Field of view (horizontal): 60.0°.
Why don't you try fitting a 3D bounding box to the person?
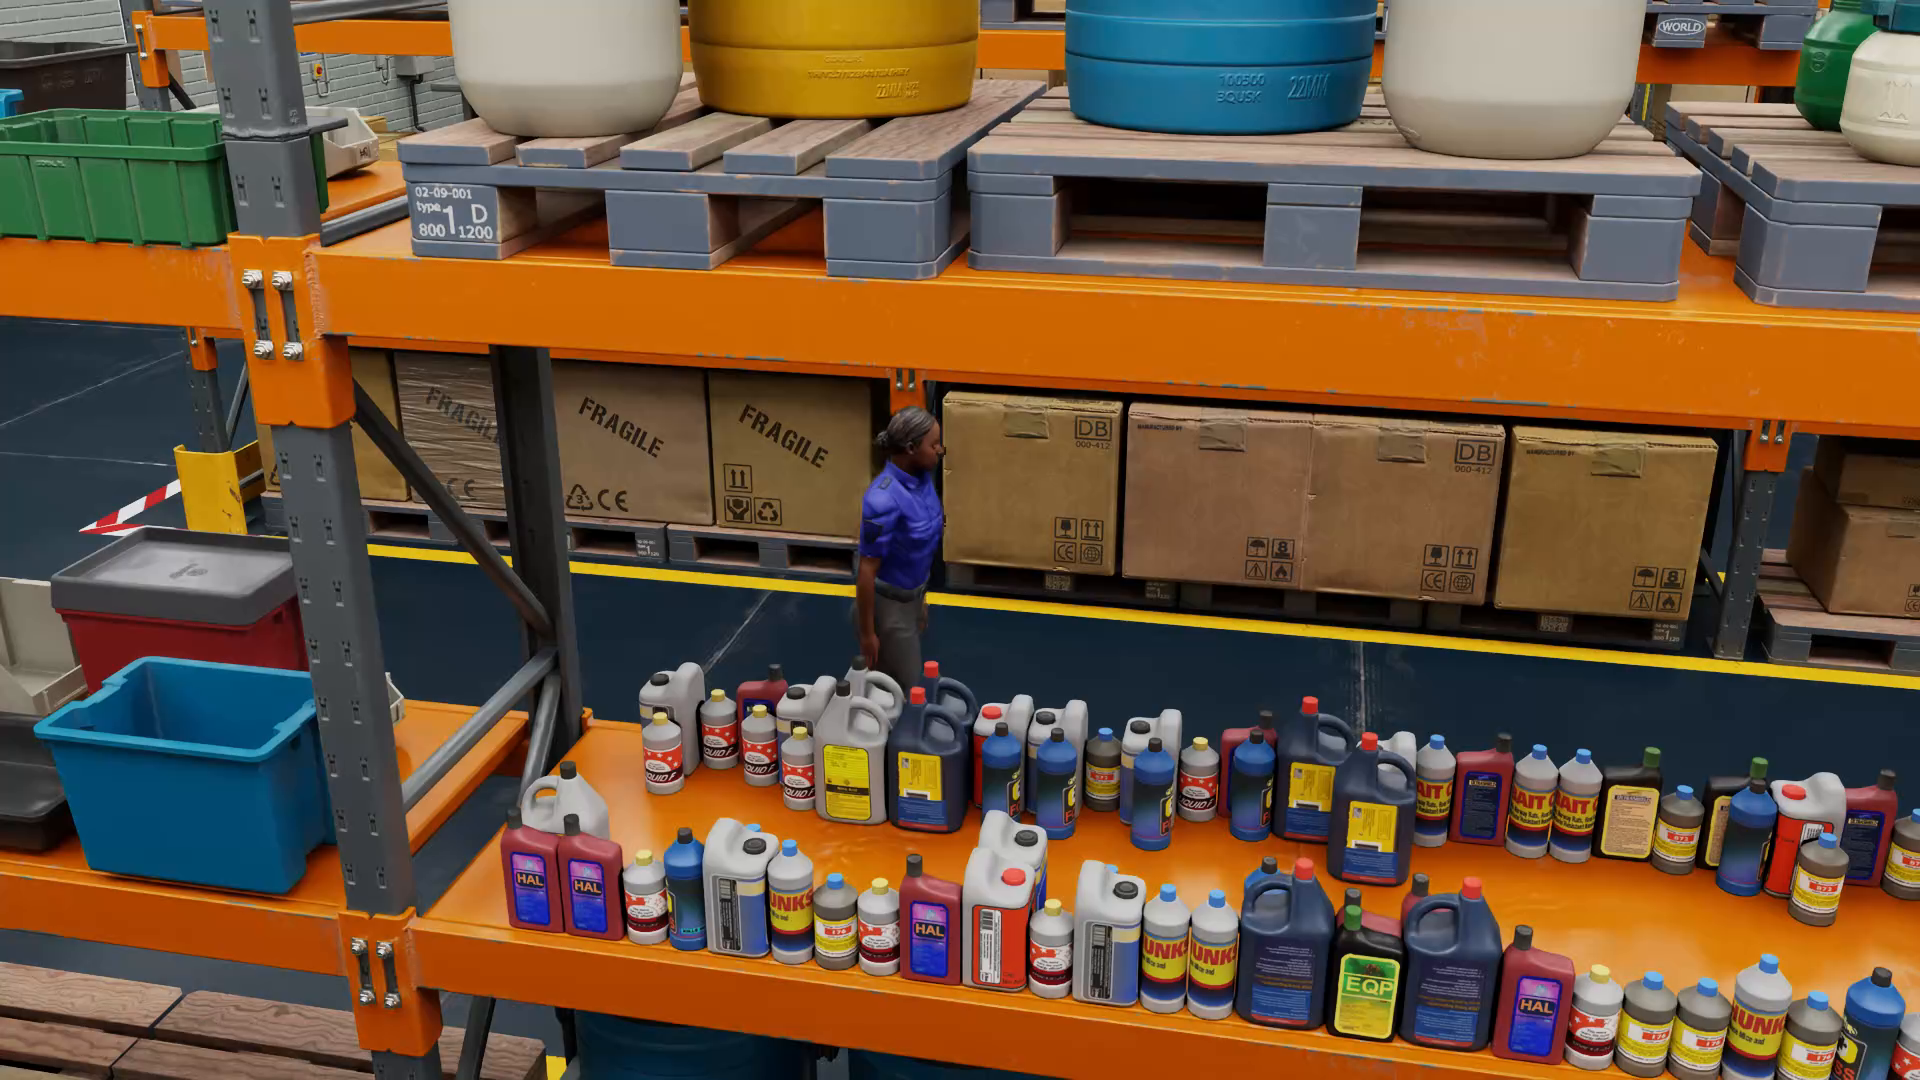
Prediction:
[{"bbox_3d":[-0.295,0.320,6.342,0.540,1.711,0.572,6,23,15],"label":"person"}]
